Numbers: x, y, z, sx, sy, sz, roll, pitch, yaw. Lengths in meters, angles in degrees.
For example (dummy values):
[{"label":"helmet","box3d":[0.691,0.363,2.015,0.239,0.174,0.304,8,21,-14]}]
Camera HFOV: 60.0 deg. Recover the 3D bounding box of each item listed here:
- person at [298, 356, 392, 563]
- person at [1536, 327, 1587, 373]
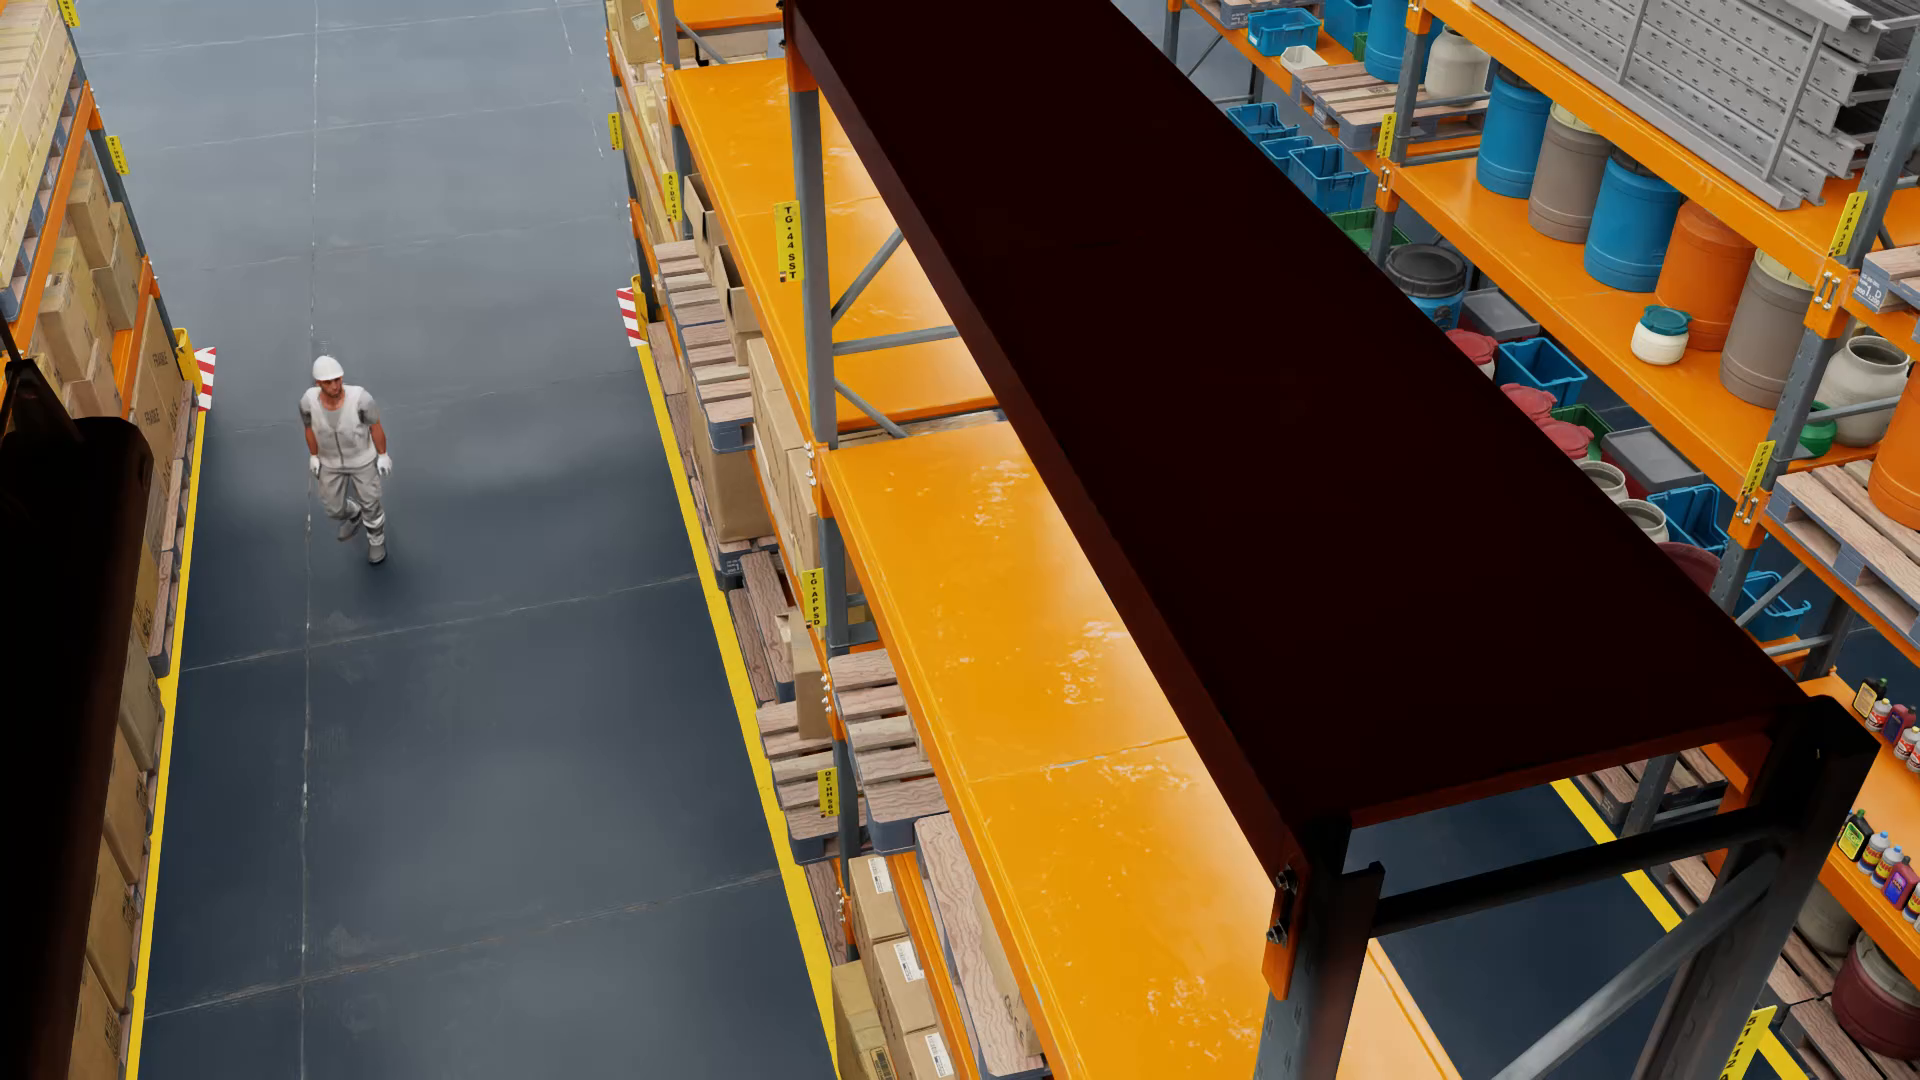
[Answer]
[{"label":"person","box3d":[-4.466,-0.618,12.165,0.584,1.782,0.490,-4,39,-5]},{"label":"person","box3d":[4.961,-1.487,13.325,0.667,1.736,0.753,-14,41,-17]}]
